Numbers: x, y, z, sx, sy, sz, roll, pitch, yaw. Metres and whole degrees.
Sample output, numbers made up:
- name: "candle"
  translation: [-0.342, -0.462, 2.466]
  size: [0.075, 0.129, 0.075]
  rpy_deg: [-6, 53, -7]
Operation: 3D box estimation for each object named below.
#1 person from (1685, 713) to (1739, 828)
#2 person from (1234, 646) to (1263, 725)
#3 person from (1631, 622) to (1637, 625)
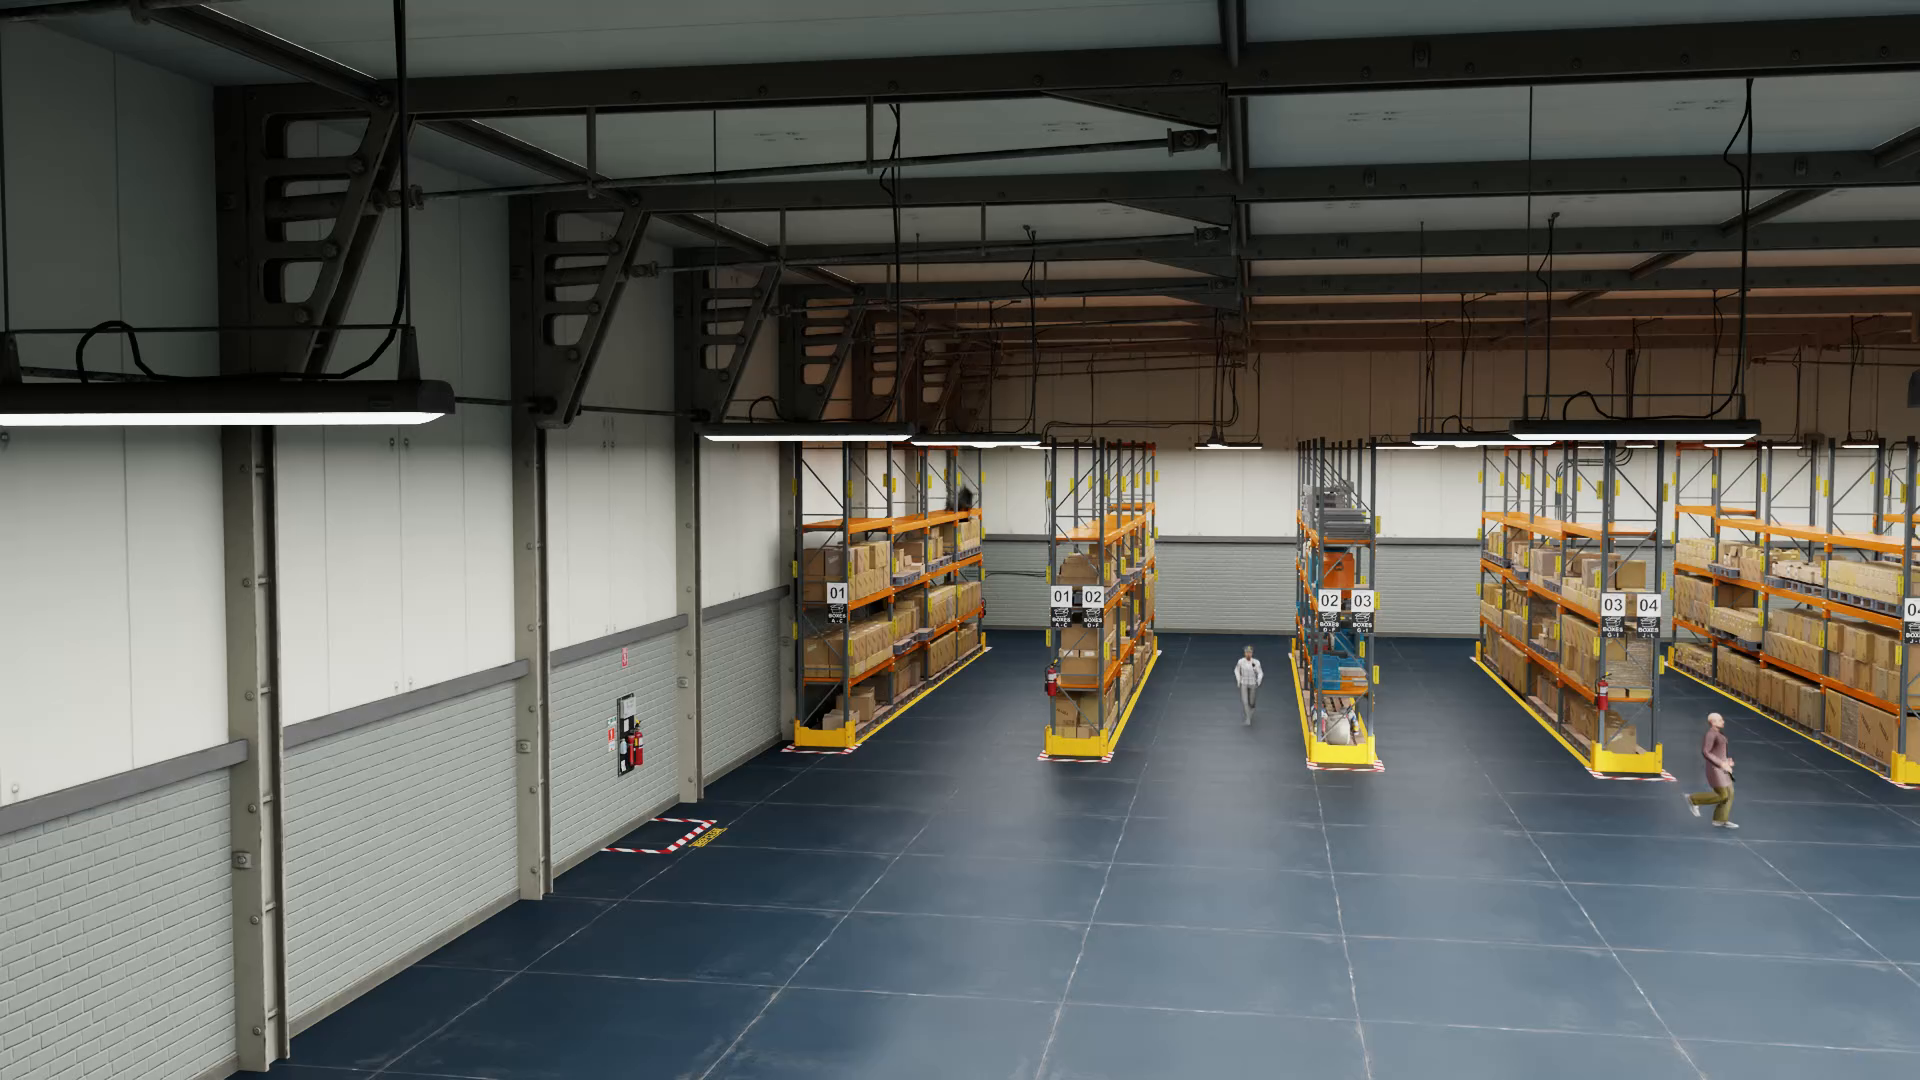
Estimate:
- name: "person"
  translation: [11.516, 3.512, 25.429]
  size: [0.756, 1.743, 0.711]
  rpy_deg: [2, 4, 34]
- name: "person"
  translation: [6.102, 3.047, 35.165]
  size: [0.601, 1.657, 0.674]
  rpy_deg: [1, 3, 12]
- name: "person"
  translation: [17.846, 2.587, 44.555]
  size: [0.632, 1.572, 0.556]
  rpy_deg: [2, 4, 31]
